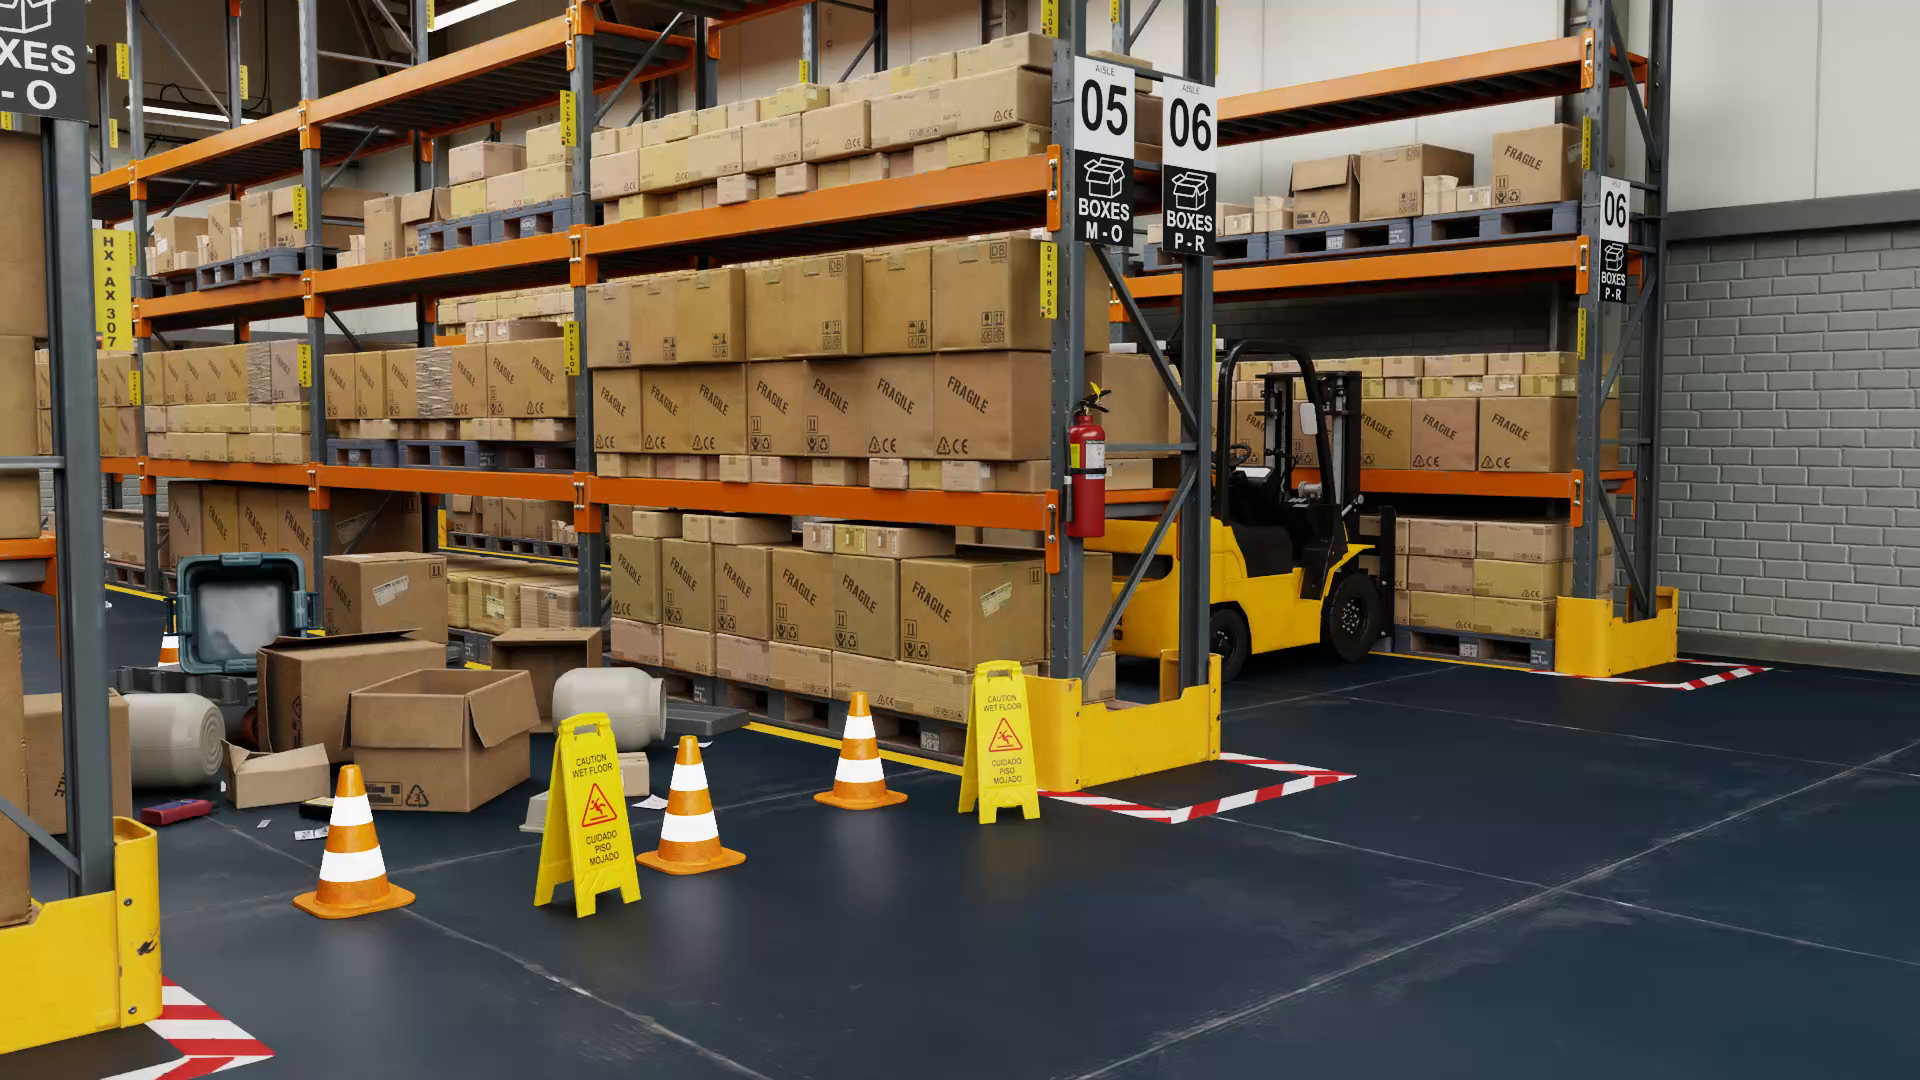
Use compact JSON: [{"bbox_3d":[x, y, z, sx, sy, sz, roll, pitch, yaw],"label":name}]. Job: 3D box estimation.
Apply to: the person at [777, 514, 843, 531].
[{"bbox_3d":[-1.061,-0.072,11.777,0.433,1.748,0.608,3,5,42],"label":"person"}]
